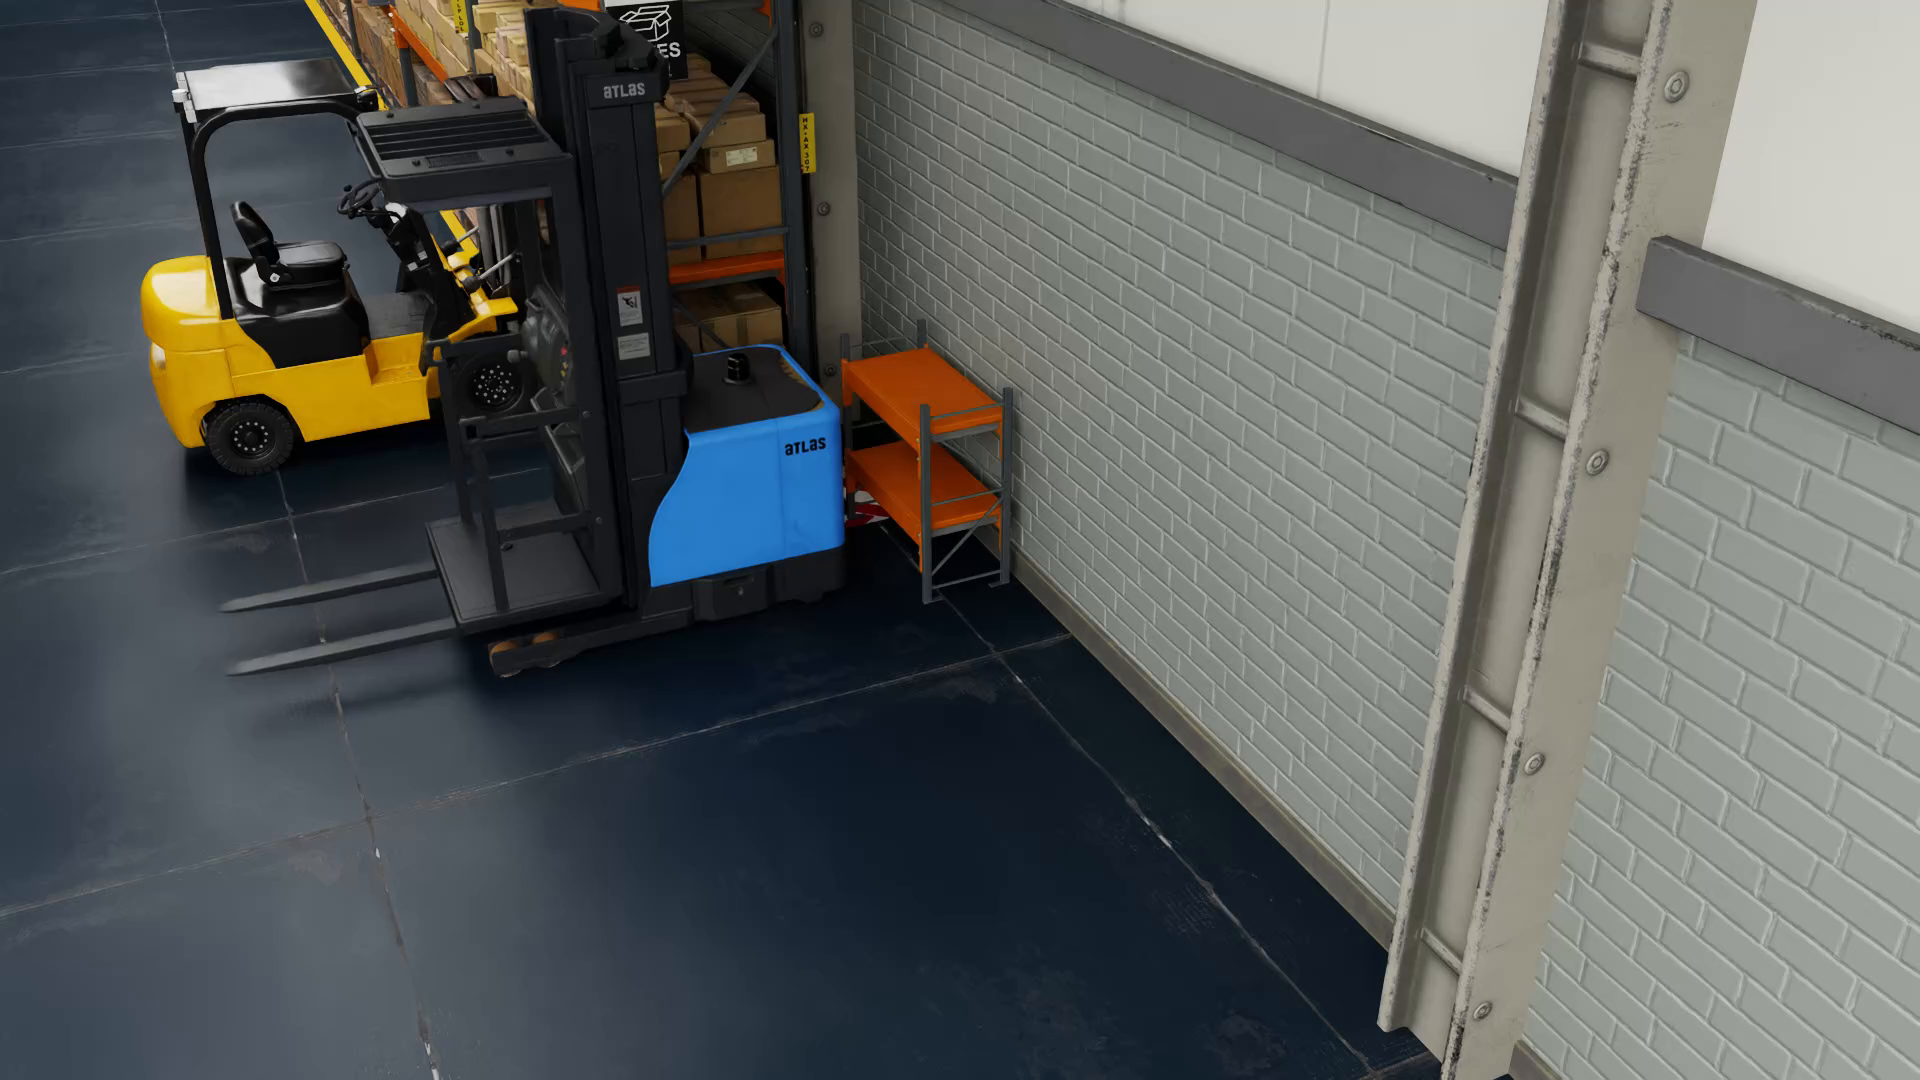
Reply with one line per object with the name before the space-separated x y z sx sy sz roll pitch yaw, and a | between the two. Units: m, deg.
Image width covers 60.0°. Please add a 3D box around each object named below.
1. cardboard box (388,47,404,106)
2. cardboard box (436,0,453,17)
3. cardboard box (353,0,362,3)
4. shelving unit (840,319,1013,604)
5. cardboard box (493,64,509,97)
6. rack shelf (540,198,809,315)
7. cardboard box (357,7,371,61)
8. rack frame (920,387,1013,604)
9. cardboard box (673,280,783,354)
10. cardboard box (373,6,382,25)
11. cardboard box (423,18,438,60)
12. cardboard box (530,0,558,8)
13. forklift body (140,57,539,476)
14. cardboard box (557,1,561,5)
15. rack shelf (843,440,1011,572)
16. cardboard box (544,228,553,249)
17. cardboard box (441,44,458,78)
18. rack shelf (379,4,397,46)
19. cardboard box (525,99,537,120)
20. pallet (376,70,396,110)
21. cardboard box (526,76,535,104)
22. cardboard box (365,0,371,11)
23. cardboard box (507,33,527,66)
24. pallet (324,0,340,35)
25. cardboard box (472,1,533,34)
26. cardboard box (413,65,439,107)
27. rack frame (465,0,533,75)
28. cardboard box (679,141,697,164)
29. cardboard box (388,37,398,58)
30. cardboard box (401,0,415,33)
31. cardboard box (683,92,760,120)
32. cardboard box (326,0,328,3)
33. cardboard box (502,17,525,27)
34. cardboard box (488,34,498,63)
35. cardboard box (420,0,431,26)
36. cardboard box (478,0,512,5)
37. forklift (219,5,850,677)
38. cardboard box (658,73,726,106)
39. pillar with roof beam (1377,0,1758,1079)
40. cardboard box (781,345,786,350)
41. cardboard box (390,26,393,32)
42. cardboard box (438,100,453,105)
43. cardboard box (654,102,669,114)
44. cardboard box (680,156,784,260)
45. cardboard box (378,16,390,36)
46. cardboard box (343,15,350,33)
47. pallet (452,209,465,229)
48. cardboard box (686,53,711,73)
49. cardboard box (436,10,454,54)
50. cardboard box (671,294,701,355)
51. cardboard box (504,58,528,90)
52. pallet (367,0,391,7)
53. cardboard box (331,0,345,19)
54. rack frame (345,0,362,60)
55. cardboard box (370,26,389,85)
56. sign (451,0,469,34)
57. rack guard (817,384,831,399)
cardboard box | -5.358 -4.631 16.567 0.500 0.500 0.500 -14 32 -23
cardboard box | -3.824 -4.154 12.826 0.380 0.149 0.250 -14 32 -24
cardboard box | -6.580 -6.101 18.527 0.380 0.149 0.250 -12 31 -20
shelving unit | -0.191 -0.440 8.884 0.538 1.125 1.048 -14 32 -23
cardboard box | -2.866 -2.972 11.381 0.500 0.500 0.500 -13 32 -21
rack shelf | -2.201 -2.209 10.857 1.077 0.370 4.000 -13 32 -22
cardboard box | -6.252 -5.539 18.187 0.500 0.500 0.500 -14 32 -23
rack frame | 0.033 -0.217 8.486 0.500 1.125 0.032 -14 32 -23
cardboard box | -1.378 -1.311 9.881 0.500 0.250 0.500 -14 32 -23
cardboard box | -5.963 -5.538 17.522 0.380 0.149 0.250 -12 31 -20
cardboard box | -4.147 -4.181 13.793 0.500 0.250 0.500 -12 31 -20
cardboard box | -3.017 -3.933 12.431 0.380 0.149 0.250 -14 32 -23
forklift body | -3.804 -1.723 10.124 2.313 2.155 1.214 -13 32 -22
cardboard box | -2.650 -3.785 11.863 0.380 0.149 0.250 -13 32 -22
rack shelf | -0.191 -0.227 9.004 0.538 0.278 1.000 -14 32 -23
cardboard box | -2.483 -1.867 10.873 0.500 0.250 0.500 -14 32 -23
cardboard box | -3.733 -3.729 12.987 0.500 0.250 0.500 -13 32 -22
rack shelf | -5.635 -5.742 17.159 1.077 0.370 4.000 -13 32 -22
cardboard box | -2.451 -2.522 10.578 0.500 0.500 0.500 -13 32 -22
pallet | -5.583 -4.832 17.652 1.003 0.211 1.213 -13 32 -22
cardboard box | -2.515 -2.849 10.499 0.380 0.149 0.250 -14 32 -23
cardboard box | -6.271 -5.884 18.140 0.380 0.149 0.250 -15 33 -25
cardboard box | -2.726 -3.207 10.833 0.380 0.149 0.250 -14 32 -23
pallet | -7.316 -6.567 20.745 1.003 0.211 1.213 -13 32 -22
cardboard box | -3.191 -3.659 11.639 0.380 0.149 0.250 -12 32 -21
cardboard box | -4.521 -4.042 15.390 0.875 0.625 0.625 -12 31 -20
rack frame | -3.060 -3.406 12.257 1.000 3.000 0.127 -13 32 -22
cardboard box | -1.417 -2.265 9.458 0.380 0.149 0.250 -13 32 -22
cardboard box | -5.363 -4.828 16.256 0.380 0.149 0.250 -15 33 -25
cardboard box | -4.596 -4.637 14.605 0.500 0.250 0.500 -14 32 -23
cardboard box | -1.351 -2.419 9.427 0.380 0.149 0.250 -12 31 -20
cardboard box | -7.702 -7.124 21.013 0.700 0.500 0.500 -12 31 -20
cardboard box | -2.879 -3.452 11.269 0.380 0.149 0.250 -14 32 -23
cardboard box | -3.048 -3.422 11.521 0.380 0.149 0.250 -12 32 -21
cardboard box | -4.143 -4.401 13.674 0.500 0.250 0.500 -13 32 -21
cardboard box | -3.534 -3.947 12.456 0.380 0.149 0.250 -14 32 -23
forklift | -2.141 -0.911 7.877 3.031 2.935 1.130 -12 32 -21
cardboard box | -1.594 -2.637 9.817 0.380 0.149 0.250 -13 32 -22
pillar with roof beam | -2.140 -1.198 2.186 9.100 9.000 0.400 -13 32 -22
cardboard box | -1.357 -1.092 10.001 0.500 0.250 0.500 -12 32 -21
cardboard box | -5.508 -5.079 16.704 0.380 0.149 0.250 -12 31 -21
cardboard box | -3.945 -3.457 14.347 0.875 0.625 0.625 -14 32 -24
cardboard box | -1.821 -2.312 9.236 0.380 0.149 0.250 -13 32 -22
cardboard box | -1.304 -1.960 9.576 0.500 0.500 0.500 -12 31 -20
cardboard box | -5.762 -5.305 17.107 0.380 0.149 0.250 -15 32 -24
cardboard box | -6.998 -6.064 19.482 0.380 0.149 0.250 -14 32 -23
pallet | -3.939 -3.046 14.467 1.003 0.211 1.213 -13 32 -22
cardboard box | -1.754 -2.885 10.258 0.380 0.149 0.250 -14 32 -23
cardboard box | -3.729 -3.947 12.865 0.500 0.250 0.500 -14 32 -23
cardboard box | -1.822 -1.197 9.677 0.500 0.250 0.500 -12 31 -20
cardboard box | -2.761 -3.072 10.897 0.380 0.149 0.250 -13 32 -22
pallet | -5.131 -5.374 15.963 1.213 0.211 1.003 -13 32 -22
cardboard box | -7.257 -6.665 20.196 0.700 0.500 0.500 -14 32 -24
rack frame | -6.494 -6.940 18.559 1.000 3.000 0.127 -13 32 -22
cardboard box | -5.825 -5.087 17.381 0.500 0.500 0.500 -14 32 -24
sign | -3.546 -3.758 11.782 0.100 0.325 0.005 -13 32 -22
rack guard | -1.332 -0.538 9.698 1.175 0.500 0.348 -13 32 -22
